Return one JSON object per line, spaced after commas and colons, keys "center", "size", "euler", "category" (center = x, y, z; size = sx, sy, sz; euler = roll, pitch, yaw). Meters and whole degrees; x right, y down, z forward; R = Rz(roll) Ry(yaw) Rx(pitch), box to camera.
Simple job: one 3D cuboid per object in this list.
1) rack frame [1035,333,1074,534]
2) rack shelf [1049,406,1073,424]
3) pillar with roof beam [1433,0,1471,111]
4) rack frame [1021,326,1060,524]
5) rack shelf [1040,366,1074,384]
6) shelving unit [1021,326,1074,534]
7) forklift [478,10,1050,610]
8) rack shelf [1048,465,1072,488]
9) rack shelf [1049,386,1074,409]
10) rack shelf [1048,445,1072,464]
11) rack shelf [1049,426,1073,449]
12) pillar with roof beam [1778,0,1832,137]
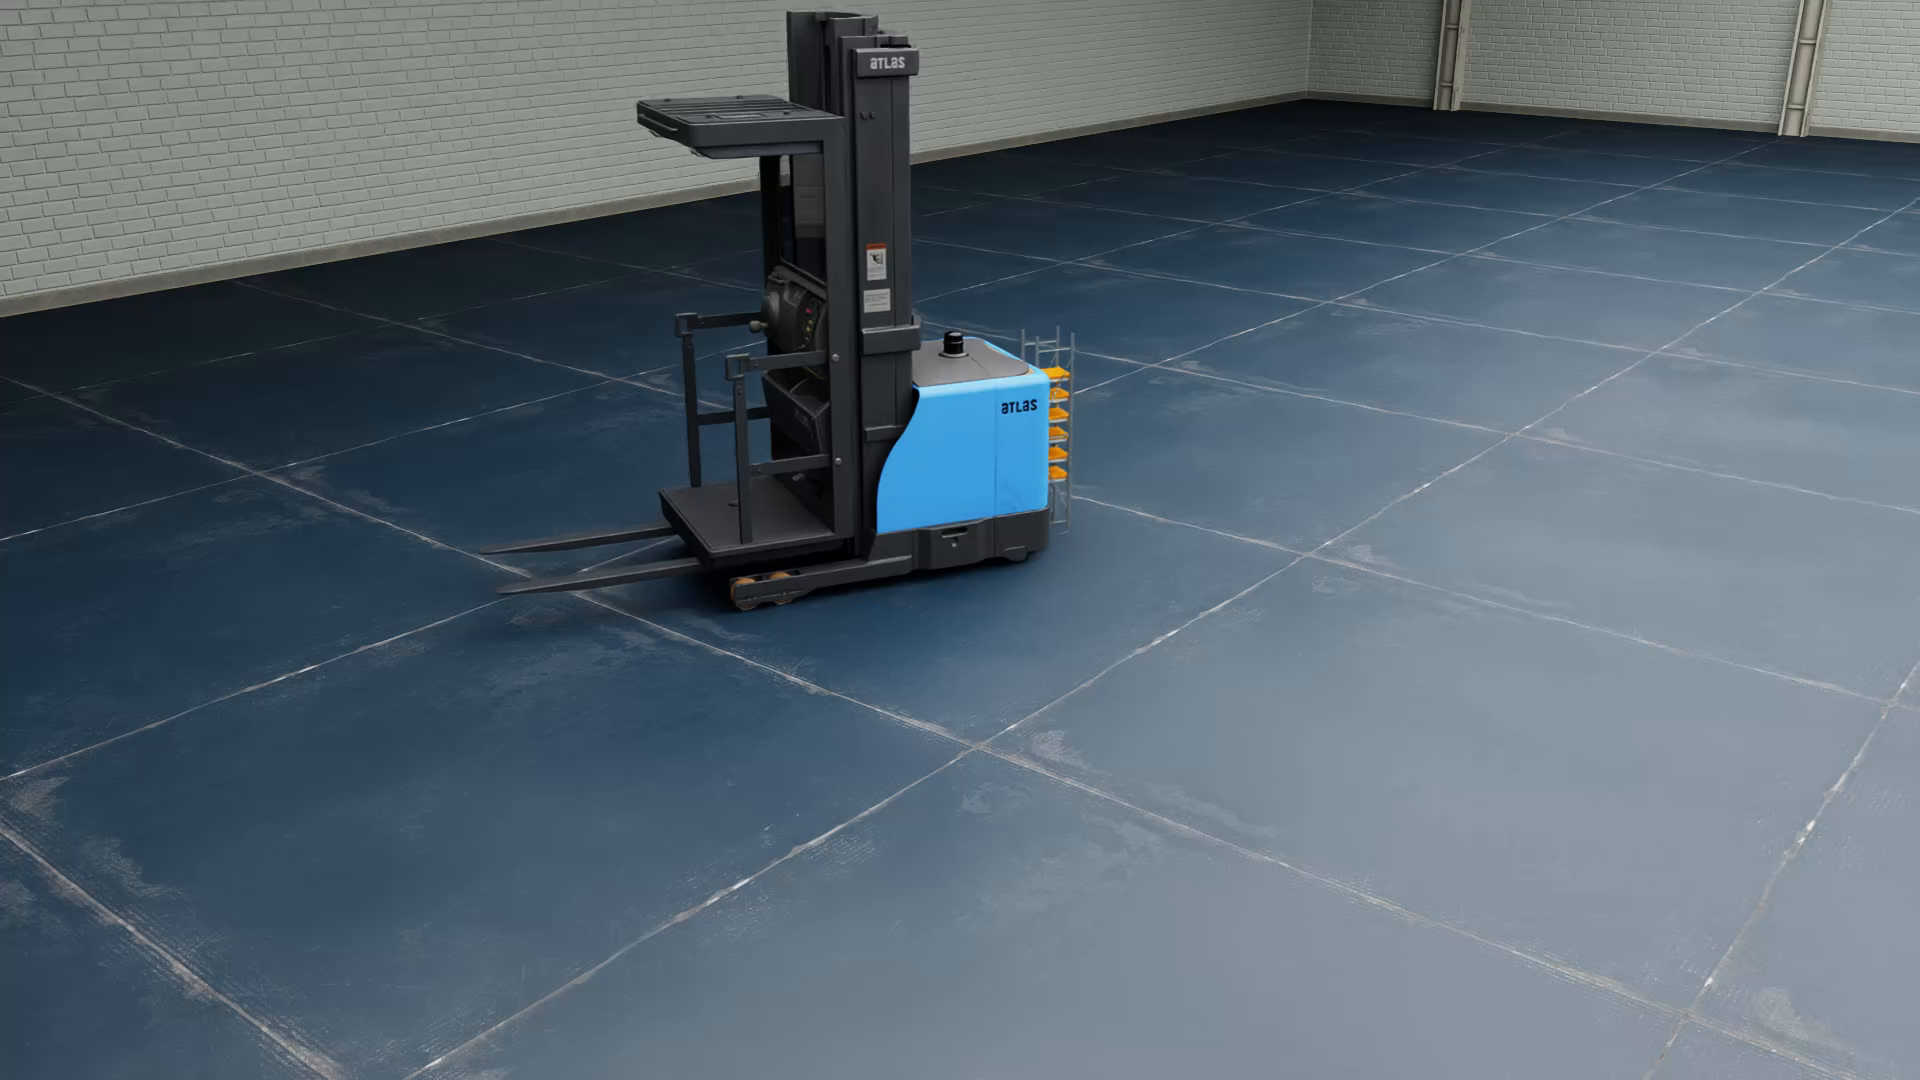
{"center": [0.531, -0.587, 9.524], "size": [0.240, 1.200, 0.006], "euler": [-9, 22, -22], "category": "rack frame"}
{"center": [0.495, -0.687, 9.575], "size": [0.258, 0.103, 0.180], "euler": [-9, 22, -22], "category": "rack shelf"}
{"center": [6.302, -11.020, 26.137], "size": [0.400, 9.000, 9.100], "euler": [16, 26, 36], "category": "pillar with roof beam"}
{"center": [0.459, -0.646, 9.681], "size": [0.240, 1.200, 0.006], "euler": [-9, 22, -22], "category": "rack frame"}
{"center": [0.495, -0.912, 9.491], "size": [0.258, 0.103, 0.180], "euler": [-9, 22, -22], "category": "rack shelf"}
{"center": [0.495, -0.616, 9.602], "size": [0.258, 1.200, 0.189], "euler": [-9, 22, -22], "category": "shelving unit"}
{"center": [-1.060, -1.217, 8.740], "size": [3.031, 2.935, 1.130], "euler": [-9, 22, -22], "category": "forklift"}
{"center": [0.495, -0.350, 9.702], "size": [0.258, 0.103, 0.180], "euler": [-9, 22, -22], "category": "rack shelf"}
{"center": [0.495, -0.799, 9.533], "size": [0.258, 0.103, 0.180], "euler": [-9, 22, -22], "category": "rack shelf"}
{"center": [0.495, -0.463, 9.660], "size": [0.258, 0.103, 0.180], "euler": [-9, 22, -22], "category": "rack shelf"}
{"center": [0.495, -0.575, 9.618], "size": [0.258, 0.103, 0.180], "euler": [-9, 22, -22], "category": "rack shelf"}
{"center": [10.950, -9.681, 22.588], "size": [0.400, 9.000, 9.100], "euler": [16, 26, 36], "category": "pillar with roof beam"}
